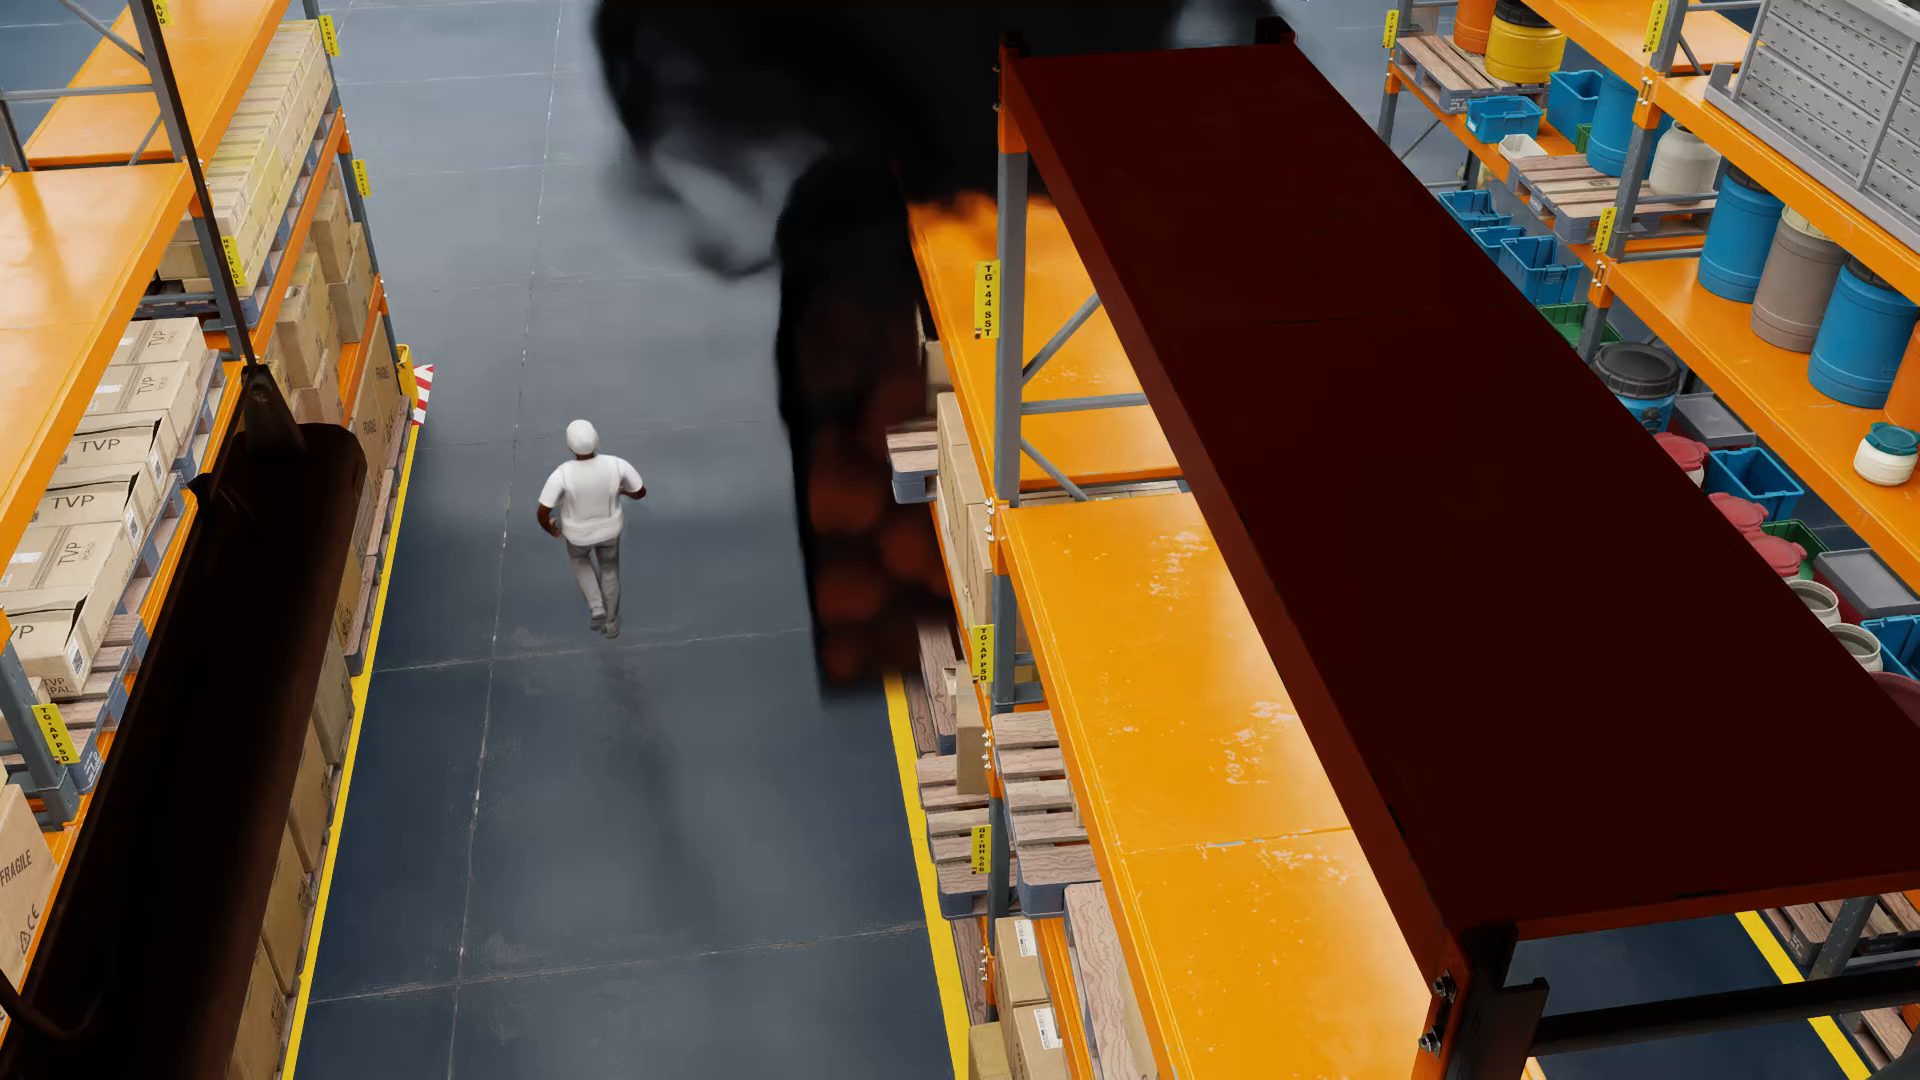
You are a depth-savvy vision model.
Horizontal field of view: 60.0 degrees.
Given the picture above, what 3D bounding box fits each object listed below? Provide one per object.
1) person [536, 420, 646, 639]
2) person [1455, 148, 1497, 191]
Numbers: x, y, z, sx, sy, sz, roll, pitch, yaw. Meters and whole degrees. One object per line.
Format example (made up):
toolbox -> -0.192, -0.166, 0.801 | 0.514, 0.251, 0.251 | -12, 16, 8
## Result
person -> -2.572, -0.100, 11.645 | 0.770, 1.748, 0.495 | -14, 39, -18
person -> 5.071, -3.269, 16.519 | 0.901, 1.650, 0.604 | 29, 45, 33
